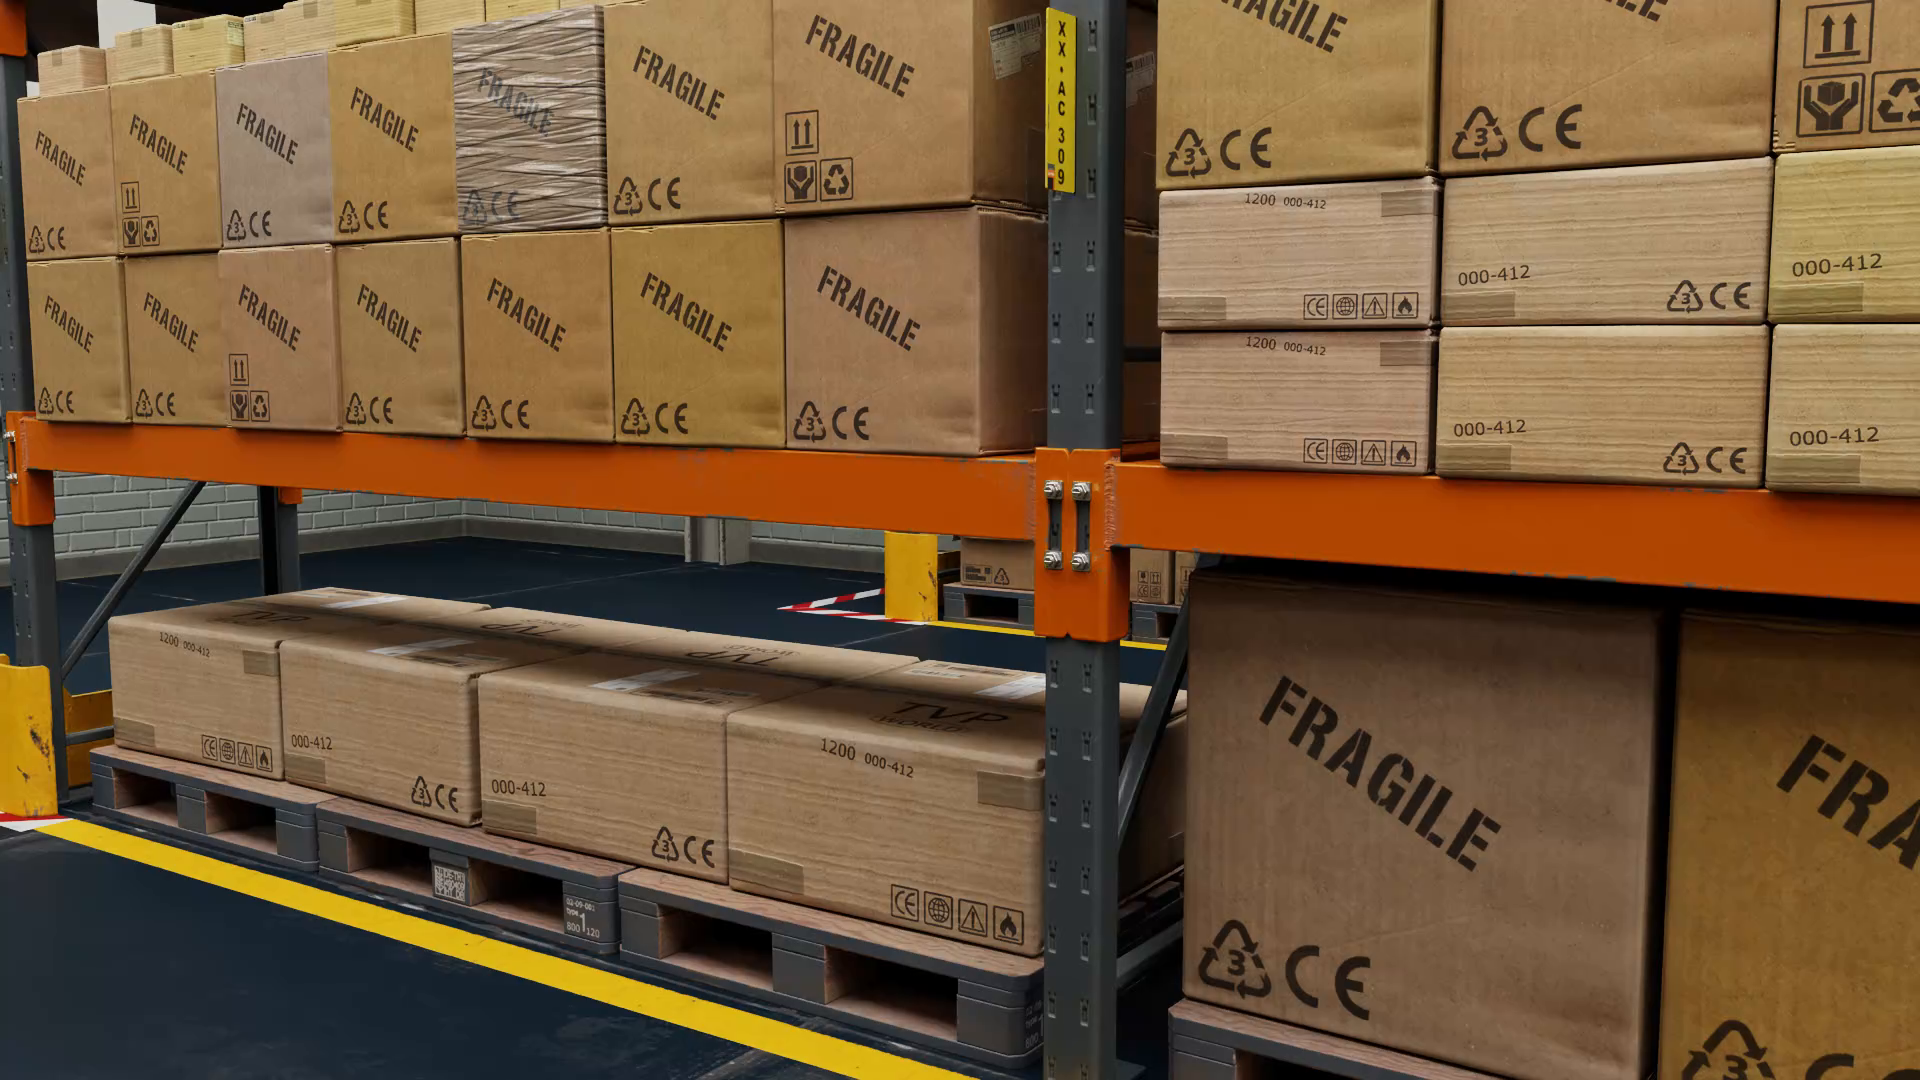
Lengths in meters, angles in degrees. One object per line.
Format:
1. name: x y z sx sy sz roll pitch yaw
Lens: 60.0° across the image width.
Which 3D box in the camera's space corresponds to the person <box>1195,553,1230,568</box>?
1. person: 1.186 -0.135 6.915 0.505 1.763 0.557 4 7 33
